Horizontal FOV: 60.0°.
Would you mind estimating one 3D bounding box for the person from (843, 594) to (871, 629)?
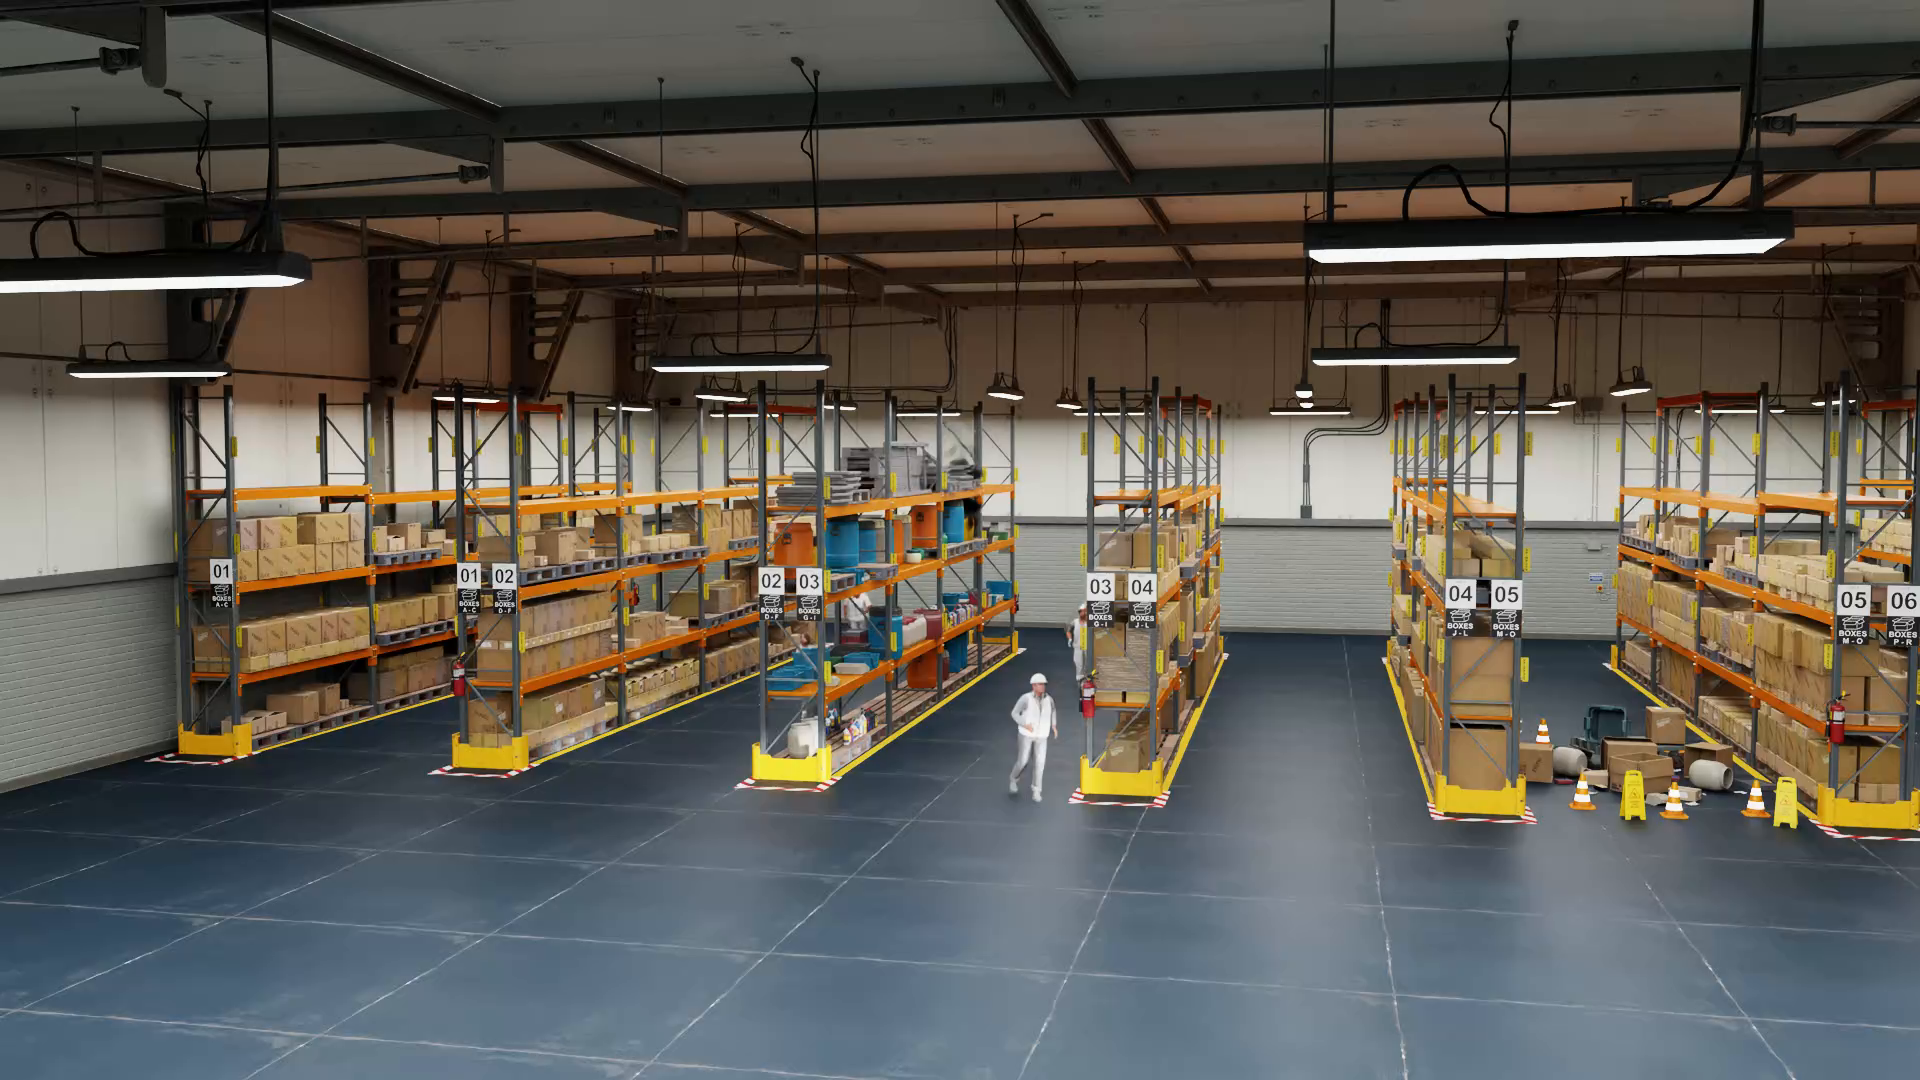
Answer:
[{"bbox_3d":[-2.456,1.911,39.606,0.713,1.766,0.831,0,3,5],"label":"person"}]

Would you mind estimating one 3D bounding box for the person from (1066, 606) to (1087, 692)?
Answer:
[{"bbox_3d":[2.512,2.218,34.158,0.663,1.748,0.780,0,3,4],"label":"person"}]

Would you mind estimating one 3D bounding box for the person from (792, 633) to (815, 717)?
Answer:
[{"bbox_3d":[-2.895,2.499,30.976,0.542,1.561,0.570,1,3,15],"label":"person"}]

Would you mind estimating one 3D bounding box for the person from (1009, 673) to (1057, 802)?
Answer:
[{"bbox_3d":[1.085,2.781,23.688,0.713,1.764,0.886,-1,3,-17],"label":"person"}]
